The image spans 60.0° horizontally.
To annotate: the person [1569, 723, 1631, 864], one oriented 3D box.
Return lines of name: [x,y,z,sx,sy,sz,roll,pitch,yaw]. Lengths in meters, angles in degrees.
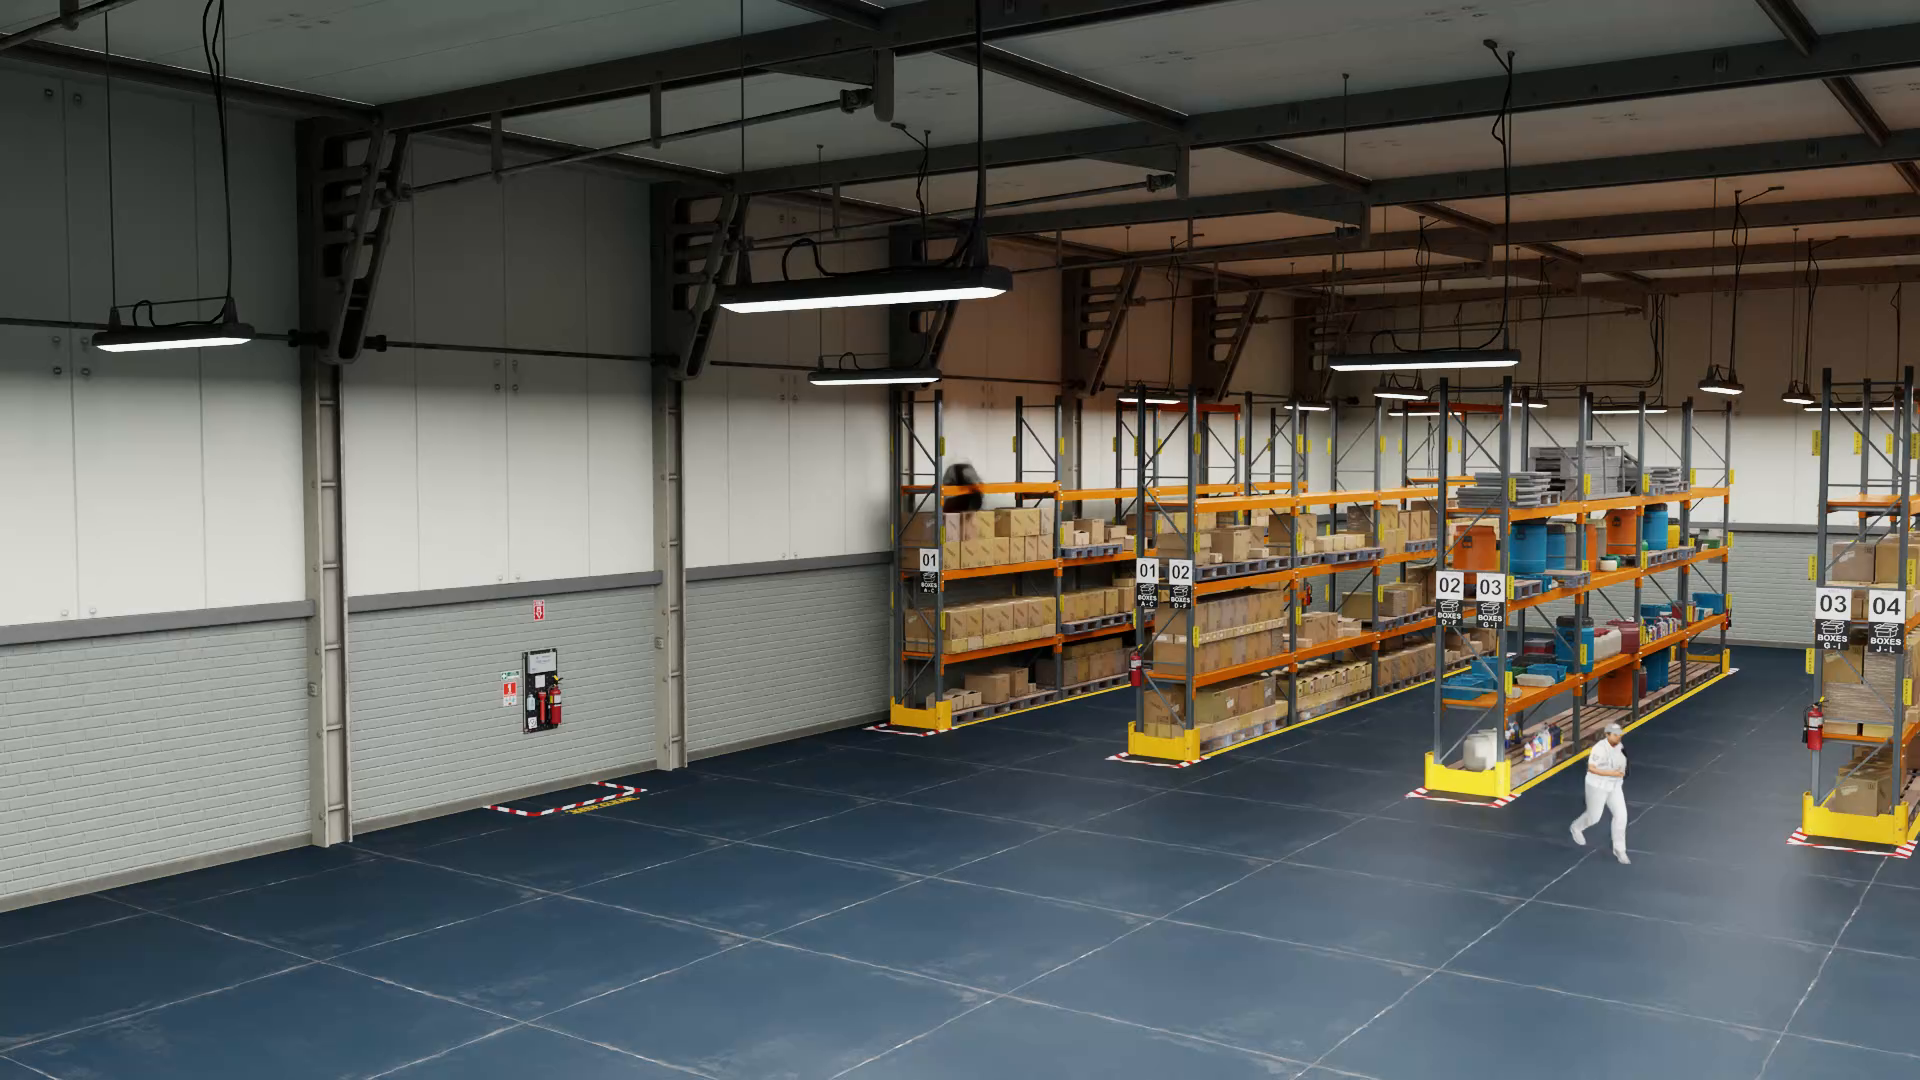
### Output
person: [7.845,3.055,20.340,0.634,1.699,0.929,-1,4,-24]
